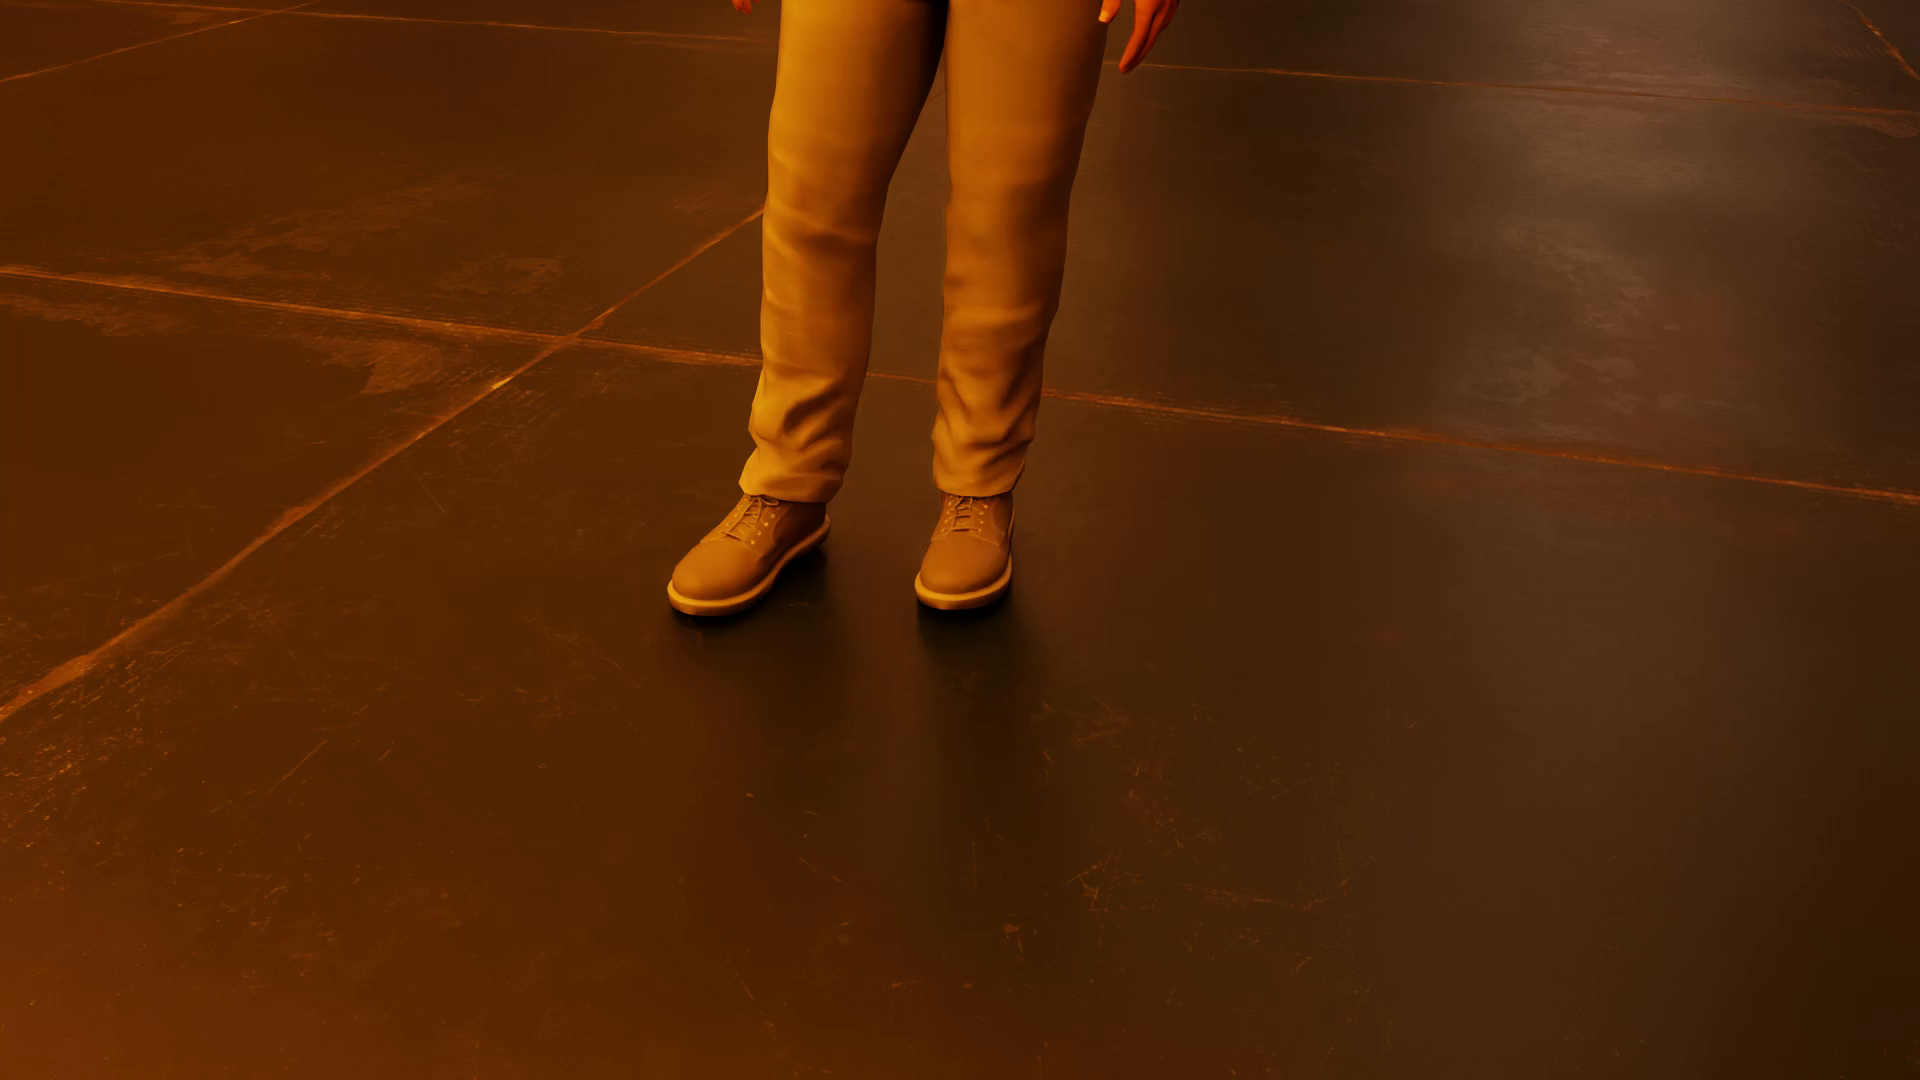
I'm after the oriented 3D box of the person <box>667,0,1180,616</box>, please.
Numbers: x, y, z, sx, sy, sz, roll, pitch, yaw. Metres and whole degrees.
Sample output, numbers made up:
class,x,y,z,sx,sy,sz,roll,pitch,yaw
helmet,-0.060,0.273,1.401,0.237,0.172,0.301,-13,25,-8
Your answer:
class,x,y,z,sx,sy,sz,roll,pitch,yaw
person,-0.035,-0.768,2.029,0.640,1.781,0.575,8,28,16
